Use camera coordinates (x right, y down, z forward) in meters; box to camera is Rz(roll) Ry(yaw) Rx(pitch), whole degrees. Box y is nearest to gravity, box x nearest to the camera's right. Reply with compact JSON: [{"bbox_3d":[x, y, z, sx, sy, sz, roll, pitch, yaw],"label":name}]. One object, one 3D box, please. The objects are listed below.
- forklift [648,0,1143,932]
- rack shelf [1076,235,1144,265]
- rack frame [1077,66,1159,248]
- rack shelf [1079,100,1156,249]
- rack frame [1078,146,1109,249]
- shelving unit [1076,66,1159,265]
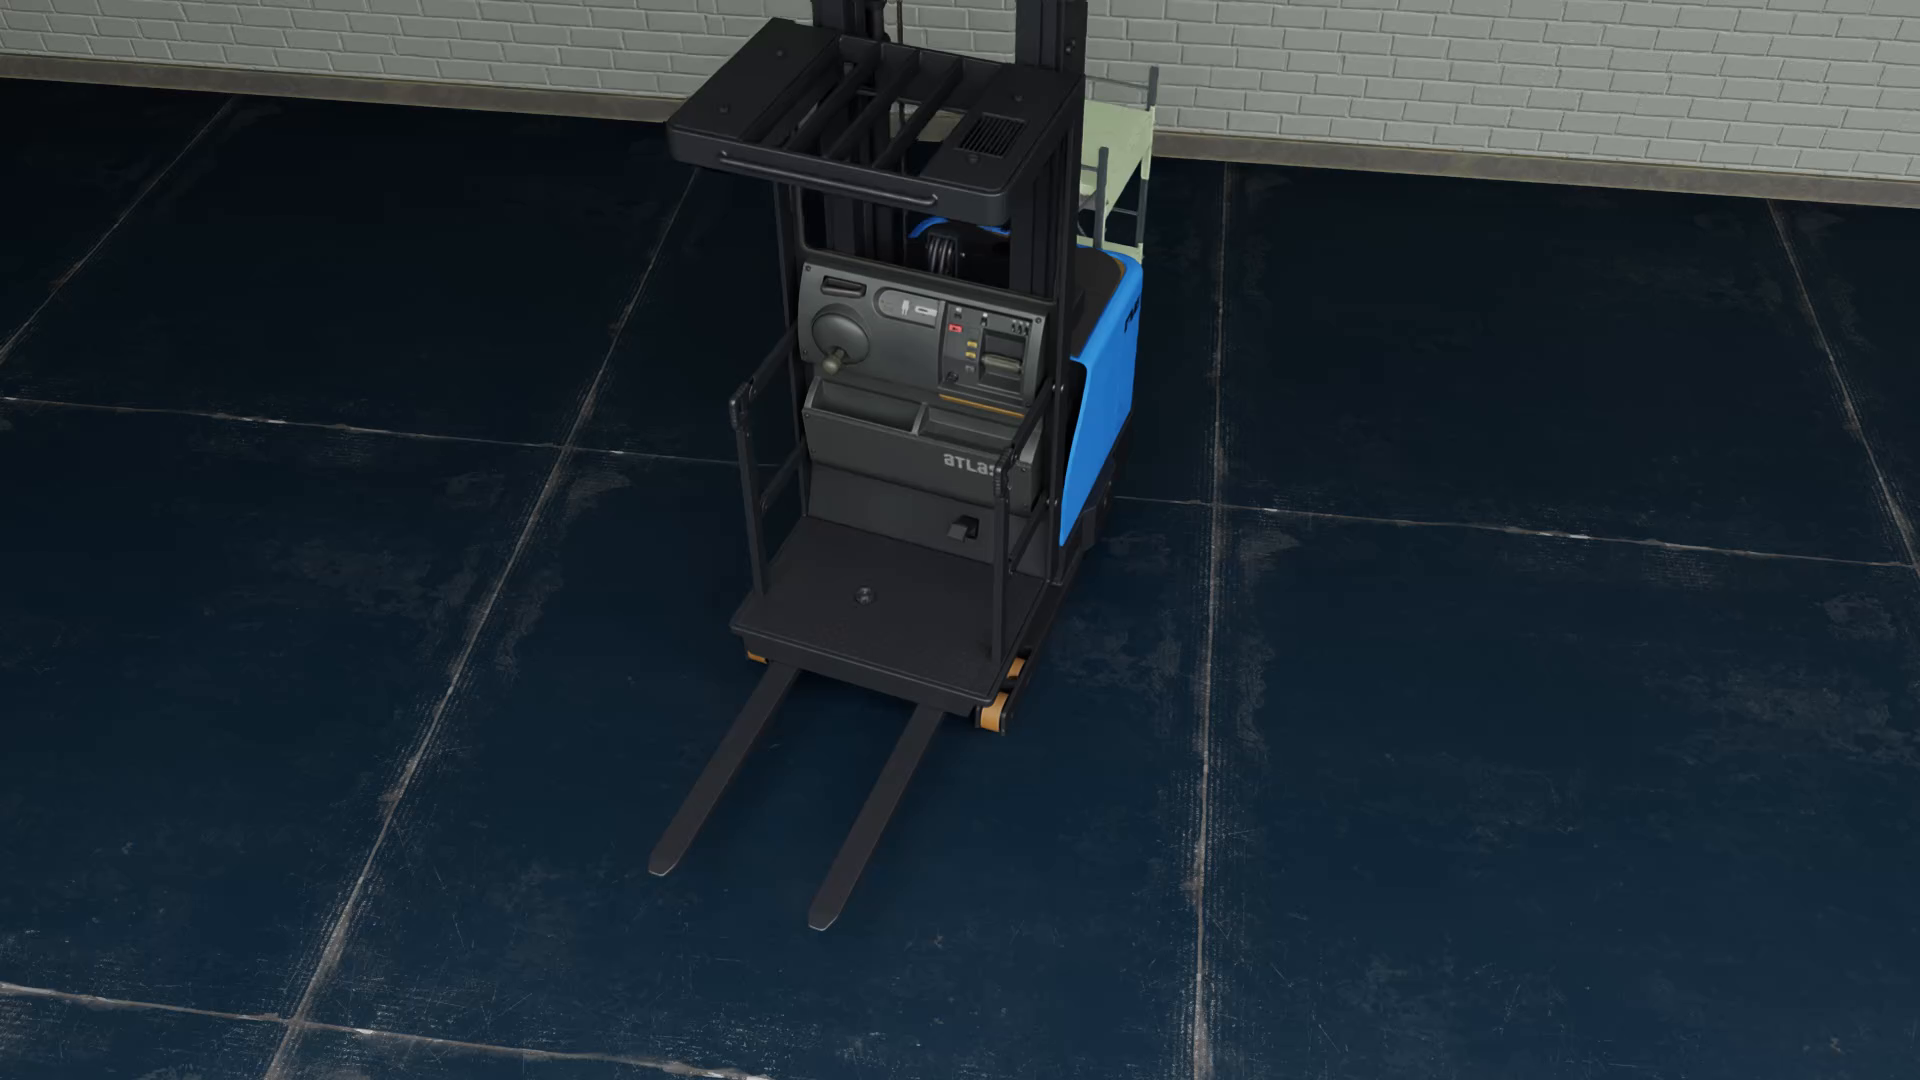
[{"bbox_3d":[-0.222,-0.646,5.823,1.130,2.935,3.031,15,45,15],"label":"forklift"},{"bbox_3d":[0.547,-1.095,7.812,0.431,0.370,0.720,15,45,15],"label":"rack shelf"},{"bbox_3d":[0.679,-1.566,7.835,0.400,1.500,0.023,15,45,15],"label":"rack frame"},{"bbox_3d":[0.547,-1.615,7.319,0.431,0.370,0.720,15,45,15],"label":"rack shelf"},{"bbox_3d":[0.415,-1.097,7.340,0.400,1.500,0.023,15,45,15],"label":"rack frame"},{"bbox_3d":[0.547,-1.331,7.588,0.431,1.500,0.755,15,45,15],"label":"shelving unit"}]
